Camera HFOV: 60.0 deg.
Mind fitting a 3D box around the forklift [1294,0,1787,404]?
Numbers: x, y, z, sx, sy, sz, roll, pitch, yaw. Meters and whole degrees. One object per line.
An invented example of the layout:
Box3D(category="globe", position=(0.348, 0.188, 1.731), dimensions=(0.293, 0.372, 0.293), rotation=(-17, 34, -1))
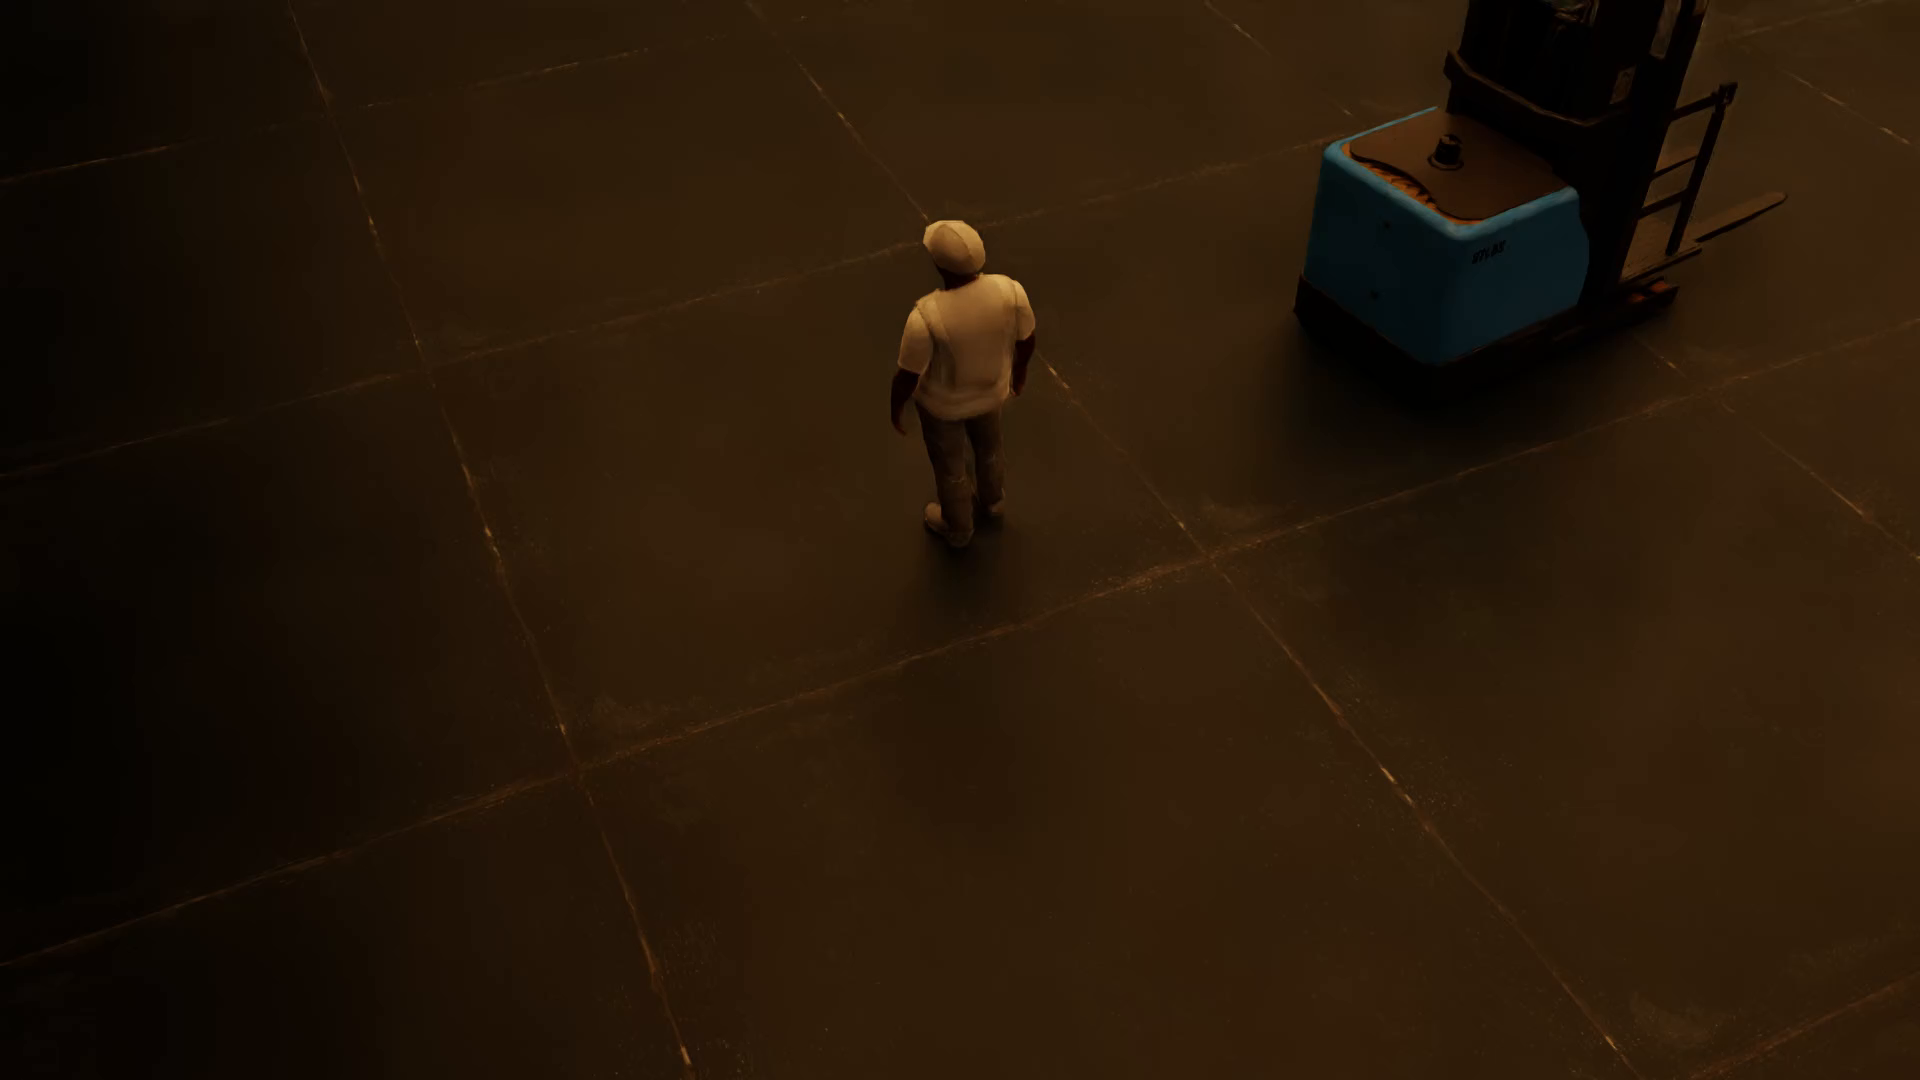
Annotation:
Box3D(category="forklift", position=(3.340, -2.540, 8.402), dimensions=(3.031, 2.935, 1.130), rotation=(-23, 48, -23))

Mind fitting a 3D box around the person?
Box3D(category="person", position=(-0.024, -0.695, 7.269), dimensions=(0.665, 1.766, 0.576), rotation=(-18, 46, -18))
